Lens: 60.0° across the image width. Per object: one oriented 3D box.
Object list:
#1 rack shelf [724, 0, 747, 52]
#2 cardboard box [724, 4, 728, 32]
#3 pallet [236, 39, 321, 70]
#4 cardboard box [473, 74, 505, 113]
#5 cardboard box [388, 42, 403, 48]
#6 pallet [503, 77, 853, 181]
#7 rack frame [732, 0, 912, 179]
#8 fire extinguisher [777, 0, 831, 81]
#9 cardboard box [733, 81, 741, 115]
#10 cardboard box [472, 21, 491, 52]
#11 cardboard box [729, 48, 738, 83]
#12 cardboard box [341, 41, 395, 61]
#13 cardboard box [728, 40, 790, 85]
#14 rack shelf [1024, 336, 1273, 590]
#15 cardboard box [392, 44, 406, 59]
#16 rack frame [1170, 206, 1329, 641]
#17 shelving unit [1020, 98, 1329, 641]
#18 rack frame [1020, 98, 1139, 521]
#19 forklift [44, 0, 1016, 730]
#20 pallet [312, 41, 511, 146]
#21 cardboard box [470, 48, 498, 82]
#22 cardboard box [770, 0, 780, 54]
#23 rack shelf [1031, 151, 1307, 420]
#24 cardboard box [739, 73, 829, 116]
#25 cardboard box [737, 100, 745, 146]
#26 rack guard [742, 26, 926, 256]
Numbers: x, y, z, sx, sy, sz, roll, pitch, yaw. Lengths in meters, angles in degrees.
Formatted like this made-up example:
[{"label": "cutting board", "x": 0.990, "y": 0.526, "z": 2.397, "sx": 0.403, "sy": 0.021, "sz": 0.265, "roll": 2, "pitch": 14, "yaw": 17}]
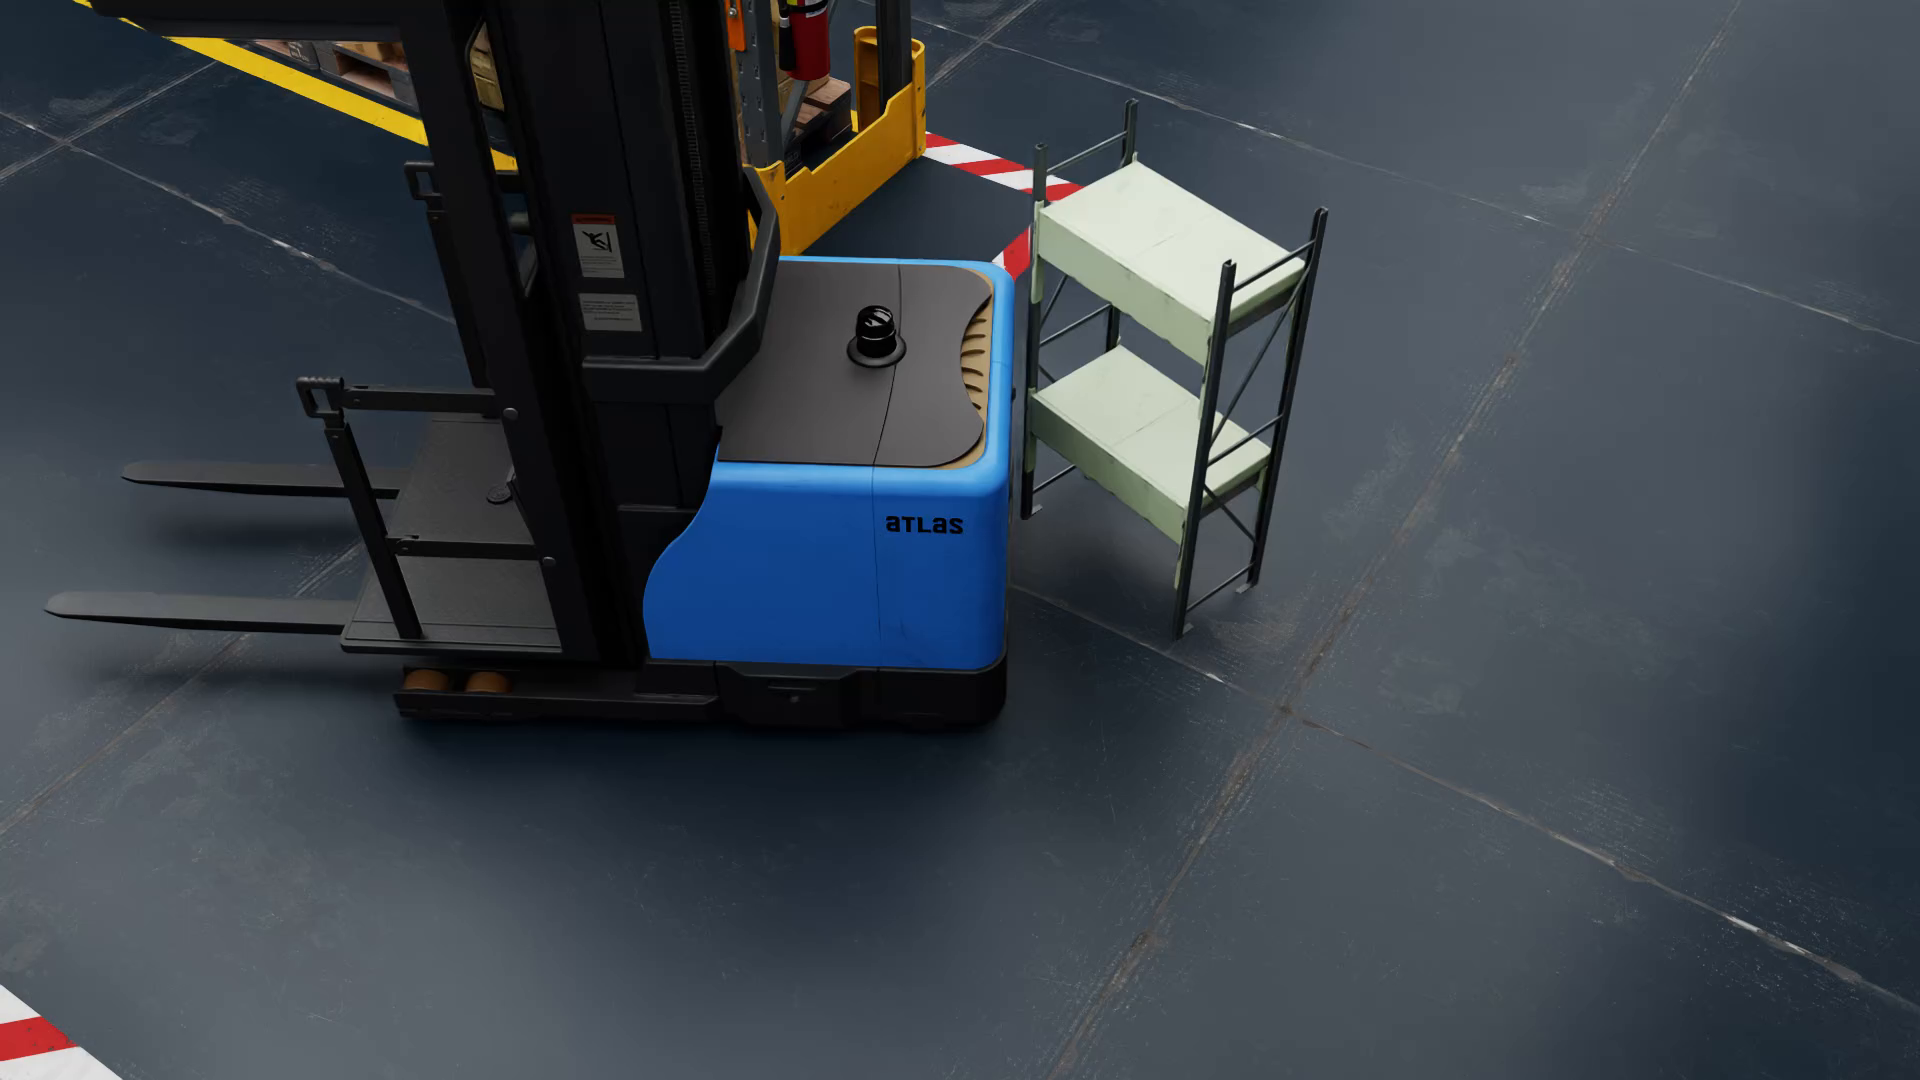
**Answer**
[{"label": "rack shelf", "x": -2.206, "y": -3.023, "z": 7.097, "sx": 4.000, "sy": 0.370, "sz": 1.077, "roll": 25, "pitch": 51, "yaw": 22}, {"label": "cardboard box", "x": -1.077, "y": -2.301, "z": 7.175, "sx": 0.250, "sy": 0.149, "sz": 0.380, "roll": 26, "pitch": 51, "yaw": 23}, {"label": "pallet", "x": -3.305, "y": -2.837, "z": 8.360, "sx": 1.213, "sy": 0.211, "sz": 1.003, "roll": 25, "pitch": 51, "yaw": 22}, {"label": "cardboard box", "x": -1.989, "y": -2.071, "z": 7.366, "sx": 0.250, "sy": 0.149, "sz": 0.380, "roll": 23, "pitch": 50, "yaw": 20}, {"label": "cardboard box", "x": -2.455, "y": -2.381, "z": 7.460, "sx": 0.250, "sy": 0.149, "sz": 0.380, "roll": 25, "pitch": 51, "yaw": 22}, {"label": "pallet", "x": -1.251, "y": -1.893, "z": 7.442, "sx": 1.213, "sy": 0.211, "sz": 1.003, "roll": 25, "pitch": 51, "yaw": 22}, {"label": "rack frame", "x": -0.523, "y": -2.499, "z": 6.087, "sx": 0.127, "sy": 3.000, "sz": 1.000, "roll": 25, "pitch": 51, "yaw": 22}, {"label": "fire extinguisher", "x": -0.560, "y": -1.966, "z": 5.883, "sx": 0.183, "sy": 0.674, "sz": 0.296, "roll": 25, "pitch": 51, "yaw": 22}, {"label": "cardboard box", "x": -1.121, "y": -1.788, "z": 6.883, "sx": 0.250, "sy": 0.149, "sz": 0.380, "roll": 23, "pitch": 50, "yaw": 21}, {"label": "cardboard box", "x": -2.012, "y": -2.276, "z": 7.150, "sx": 0.250, "sy": 0.149, "sz": 0.380, "roll": 27, "pitch": 51, "yaw": 23}, {"label": "cardboard box", "x": -1.105, "y": -1.911, "z": 6.796, "sx": 0.250, "sy": 0.149, "sz": 0.380, "roll": 25, "pitch": 51, "yaw": 23}, {"label": "cardboard box", "x": -2.642, "y": -2.388, "z": 7.674, "sx": 0.250, "sy": 0.149, "sz": 0.380, "roll": 23, "pitch": 50, "yaw": 21}, {"label": "cardboard box", "x": -0.825, "y": -2.113, "z": 7.200, "sx": 0.250, "sy": 0.149, "sz": 0.380, "roll": 27, "pitch": 52, "yaw": 24}, {"label": "rack shelf", "x": 0.609, "y": -0.263, "z": 5.414, "sx": 0.431, "sy": 0.370, "sz": 0.720, "roll": -32, "pitch": 54, "yaw": -27}, {"label": "cardboard box", "x": -2.380, "y": -2.332, "z": 7.620, "sx": 0.250, "sy": 0.149, "sz": 0.380, "roll": 26, "pitch": 51, "yaw": 23}, {"label": "rack frame", "x": 0.847, "y": -0.291, "z": 4.987, "sx": 0.400, "sy": 1.500, "sz": 0.023, "roll": -32, "pitch": 54, "yaw": -27}, {"label": "shelving unit", "x": 0.609, "y": -0.490, "z": 5.180, "sx": 0.431, "sy": 1.500, "sz": 0.755, "roll": -32, "pitch": 54, "yaw": -27}, {"label": "rack frame", "x": 0.370, "y": -0.689, "z": 5.374, "sx": 0.400, "sy": 1.500, "sz": 0.023, "roll": -32, "pitch": 54, "yaw": -27}, {"label": "forklift", "x": -1.353, "y": -0.832, "z": 4.515, "sx": 3.031, "sy": 2.935, "sz": 1.130, "roll": 2, "pitch": 46, "yaw": 2}, {"label": "pallet", "x": -2.274, "y": -2.365, "z": 7.901, "sx": 1.213, "sy": 0.211, "sz": 1.003, "roll": 25, "pitch": 51, "yaw": 22}, {"label": "cardboard box", "x": -2.002, "y": -2.180, "z": 7.265, "sx": 0.250, "sy": 0.149, "sz": 0.380, "roll": 25, "pitch": 51, "yaw": 23}, {"label": "cardboard box", "x": -0.780, "y": -2.267, "z": 7.142, "sx": 0.250, "sy": 0.149, "sz": 0.380, "roll": 23, "pitch": 50, "yaw": 20}, {"label": "rack shelf", "x": 0.609, "y": -0.762, "z": 4.900, "sx": 0.431, "sy": 0.370, "sz": 0.720, "roll": -32, "pitch": 54, "yaw": -27}, {"label": "cardboard box", "x": -0.791, "y": -2.048, "z": 7.344, "sx": 0.250, "sy": 0.149, "sz": 0.380, "roll": 26, "pitch": 51, "yaw": 23}, {"label": "cardboard box", "x": -1.078, "y": -1.730, "z": 7.034, "sx": 0.250, "sy": 0.149, "sz": 0.380, "roll": 26, "pitch": 51, "yaw": 23}, {"label": "rack guard", "x": -0.587, "y": -1.657, "z": 7.012, "sx": 0.348, "sy": 0.500, "sz": 1.175, "roll": 25, "pitch": 51, "yaw": 22}]
